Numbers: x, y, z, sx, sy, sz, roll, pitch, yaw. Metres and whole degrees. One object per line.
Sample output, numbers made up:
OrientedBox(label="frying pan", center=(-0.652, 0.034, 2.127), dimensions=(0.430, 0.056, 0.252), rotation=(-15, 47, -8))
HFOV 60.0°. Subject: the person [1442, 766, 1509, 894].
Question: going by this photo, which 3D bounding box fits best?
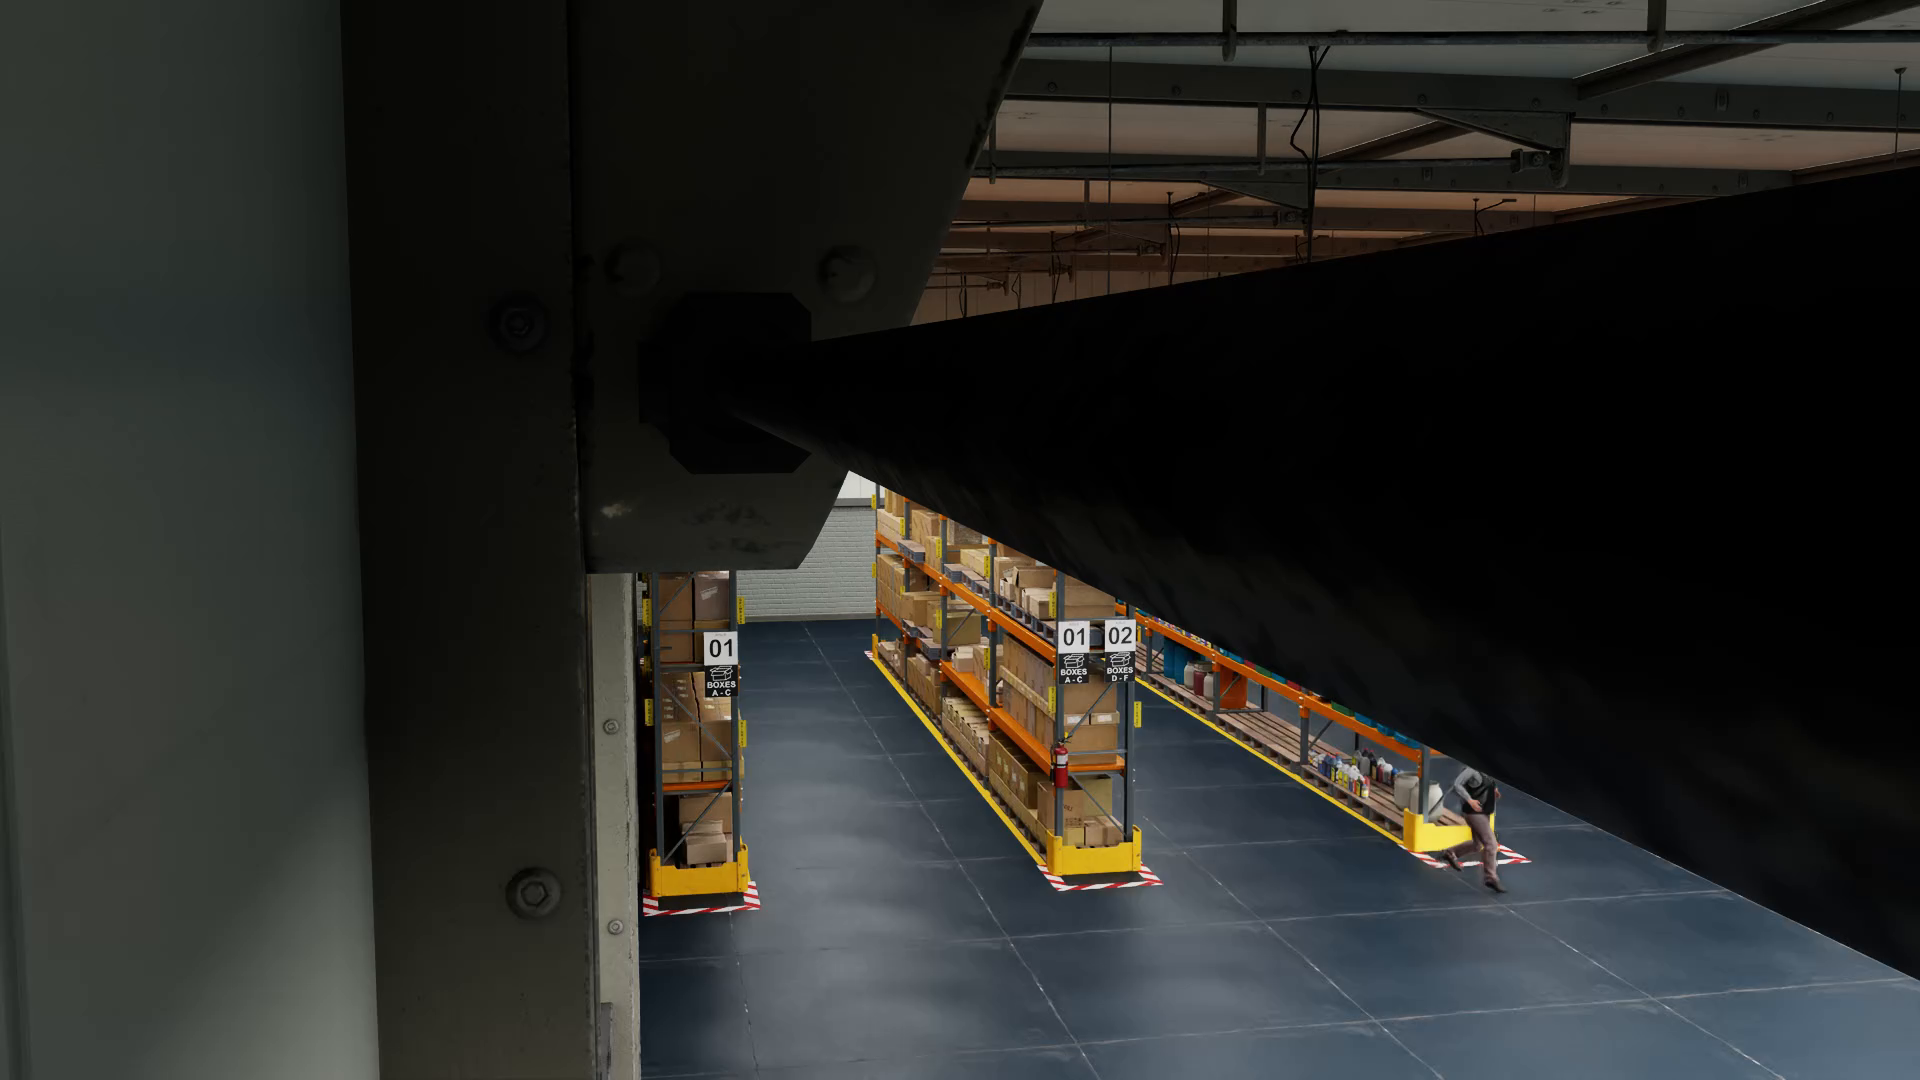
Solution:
OrientedBox(label="person", center=(6.412, 3.388, 20.532), dimensions=(0.947, 1.709, 0.671), rotation=(4, 7, 35))
